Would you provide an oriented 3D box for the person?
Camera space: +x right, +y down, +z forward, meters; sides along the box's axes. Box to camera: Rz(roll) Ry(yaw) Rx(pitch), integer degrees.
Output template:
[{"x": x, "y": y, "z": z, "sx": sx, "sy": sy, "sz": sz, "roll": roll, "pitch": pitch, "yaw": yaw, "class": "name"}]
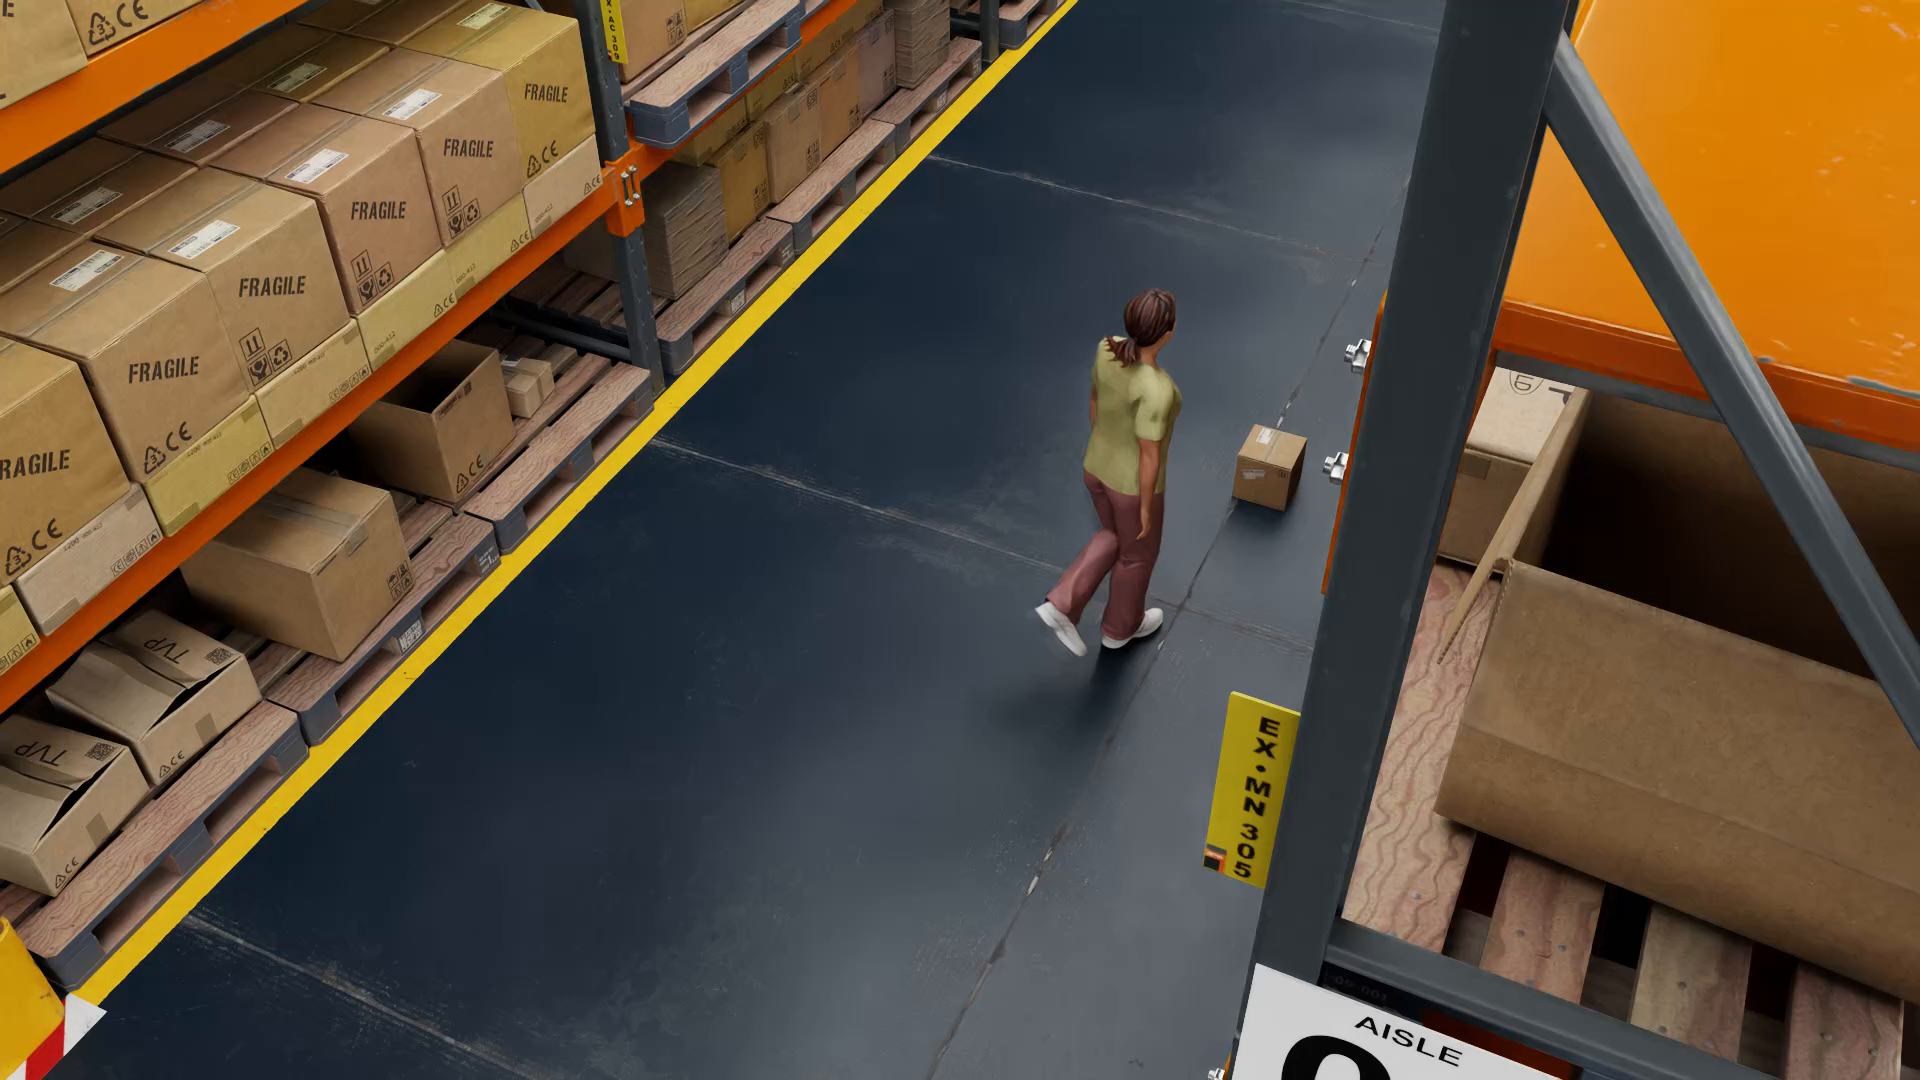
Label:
[{"x": 0.554, "y": -0.220, "z": 6.393, "sx": 0.613, "sy": 1.655, "sz": 0.476, "roll": -19, "pitch": 46, "yaw": -20, "class": "person"}]
